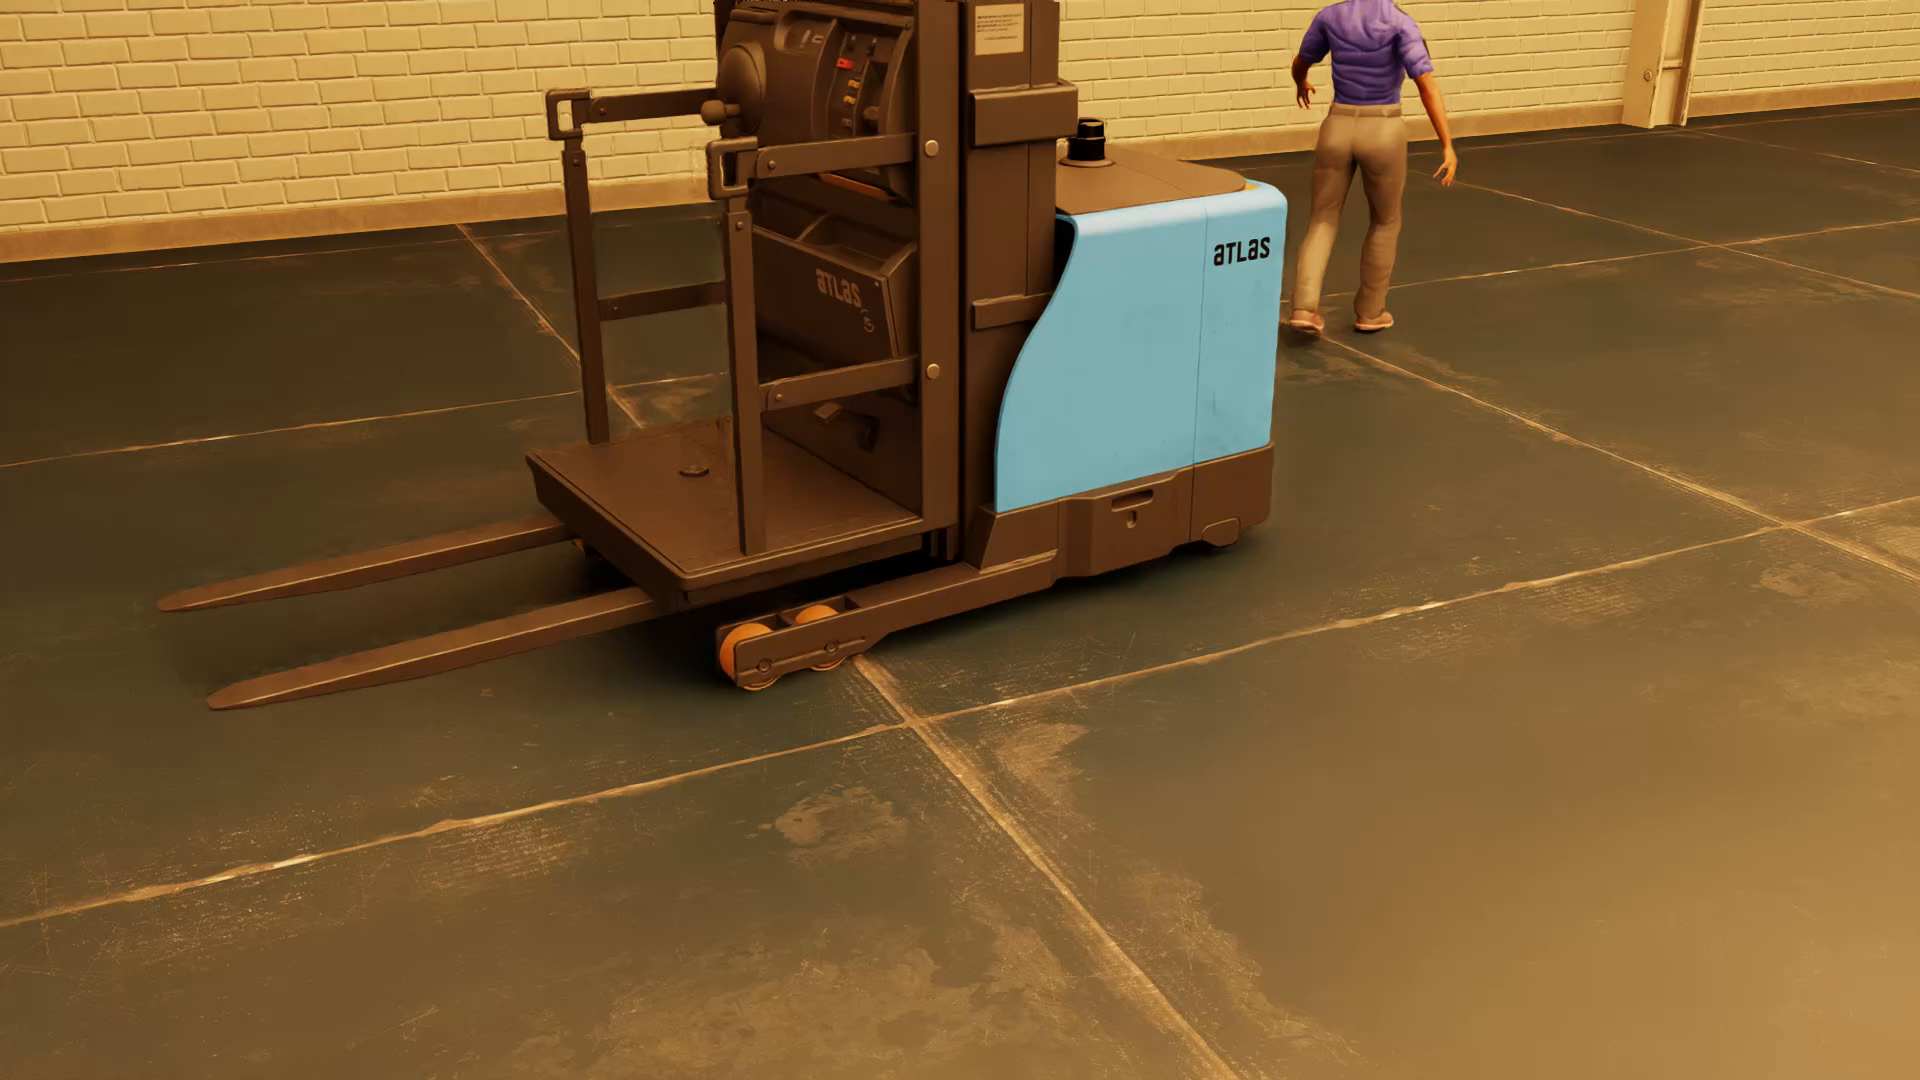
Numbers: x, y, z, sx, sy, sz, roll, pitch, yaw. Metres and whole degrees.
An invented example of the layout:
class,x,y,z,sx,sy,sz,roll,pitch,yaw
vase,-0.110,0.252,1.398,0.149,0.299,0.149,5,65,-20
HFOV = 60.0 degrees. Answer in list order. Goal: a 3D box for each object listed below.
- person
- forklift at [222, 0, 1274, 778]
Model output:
class,x,y,z,sx,sy,sz,roll,pitch,yaw
person,1.856,-1.766,7.207,0.518,1.653,0.350,15,27,31
forklift,-0.413,-1.182,4.131,1.130,2.935,3.031,19,29,39
